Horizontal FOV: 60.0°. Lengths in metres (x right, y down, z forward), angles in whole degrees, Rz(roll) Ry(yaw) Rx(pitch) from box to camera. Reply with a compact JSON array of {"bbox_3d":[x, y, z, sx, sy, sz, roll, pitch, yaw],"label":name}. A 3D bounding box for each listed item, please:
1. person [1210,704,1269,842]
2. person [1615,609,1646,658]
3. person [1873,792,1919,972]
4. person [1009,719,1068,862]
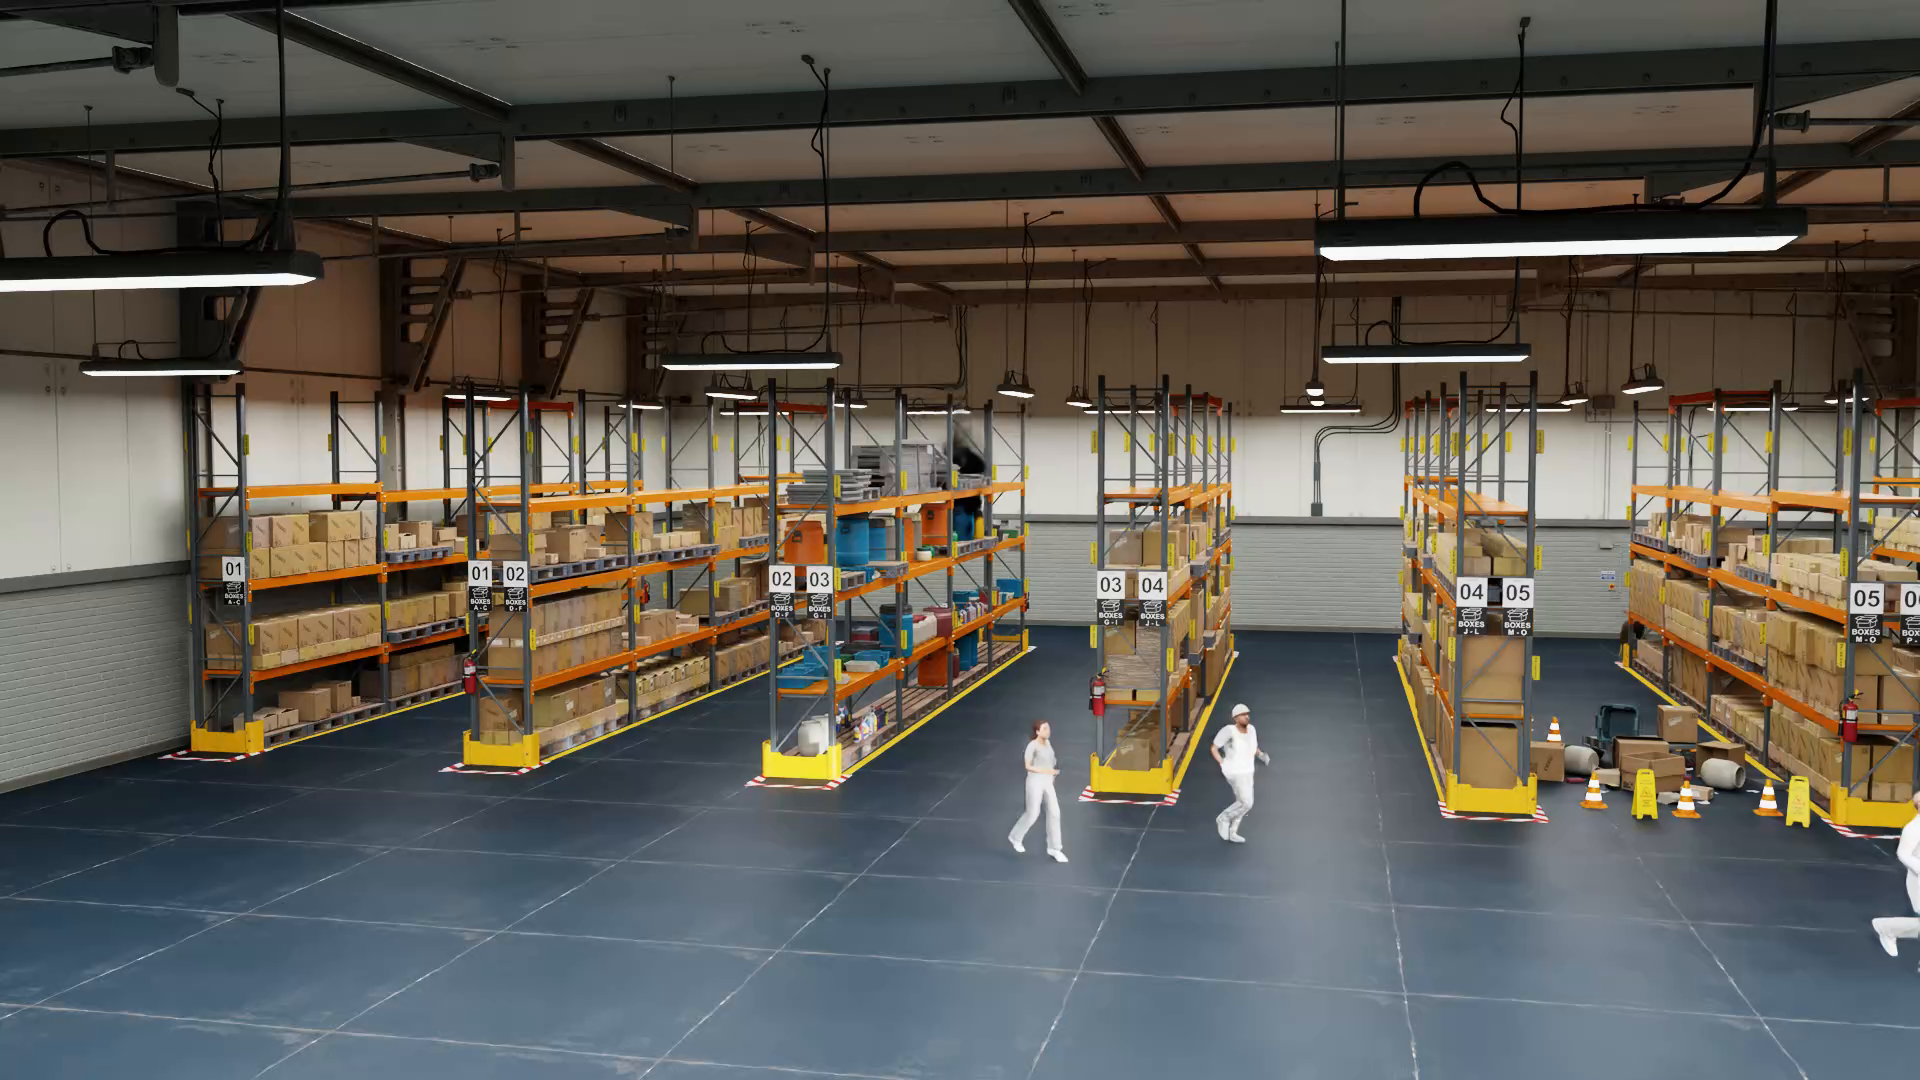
[{"bbox_3d":[3.563,2.931,20.861,0.662,1.745,0.584,-3,4,-40],"label":"person"},{"bbox_3d":[15.687,1.916,38.792,0.757,1.776,0.897,-3,4,-43],"label":"person"},{"bbox_3d":[9.096,3.239,15.731,0.711,1.743,0.756,-3,4,-41],"label":"person"},{"bbox_3d":[0.952,3.011,20.167,0.832,1.712,0.581,3,4,43],"label":"person"}]
